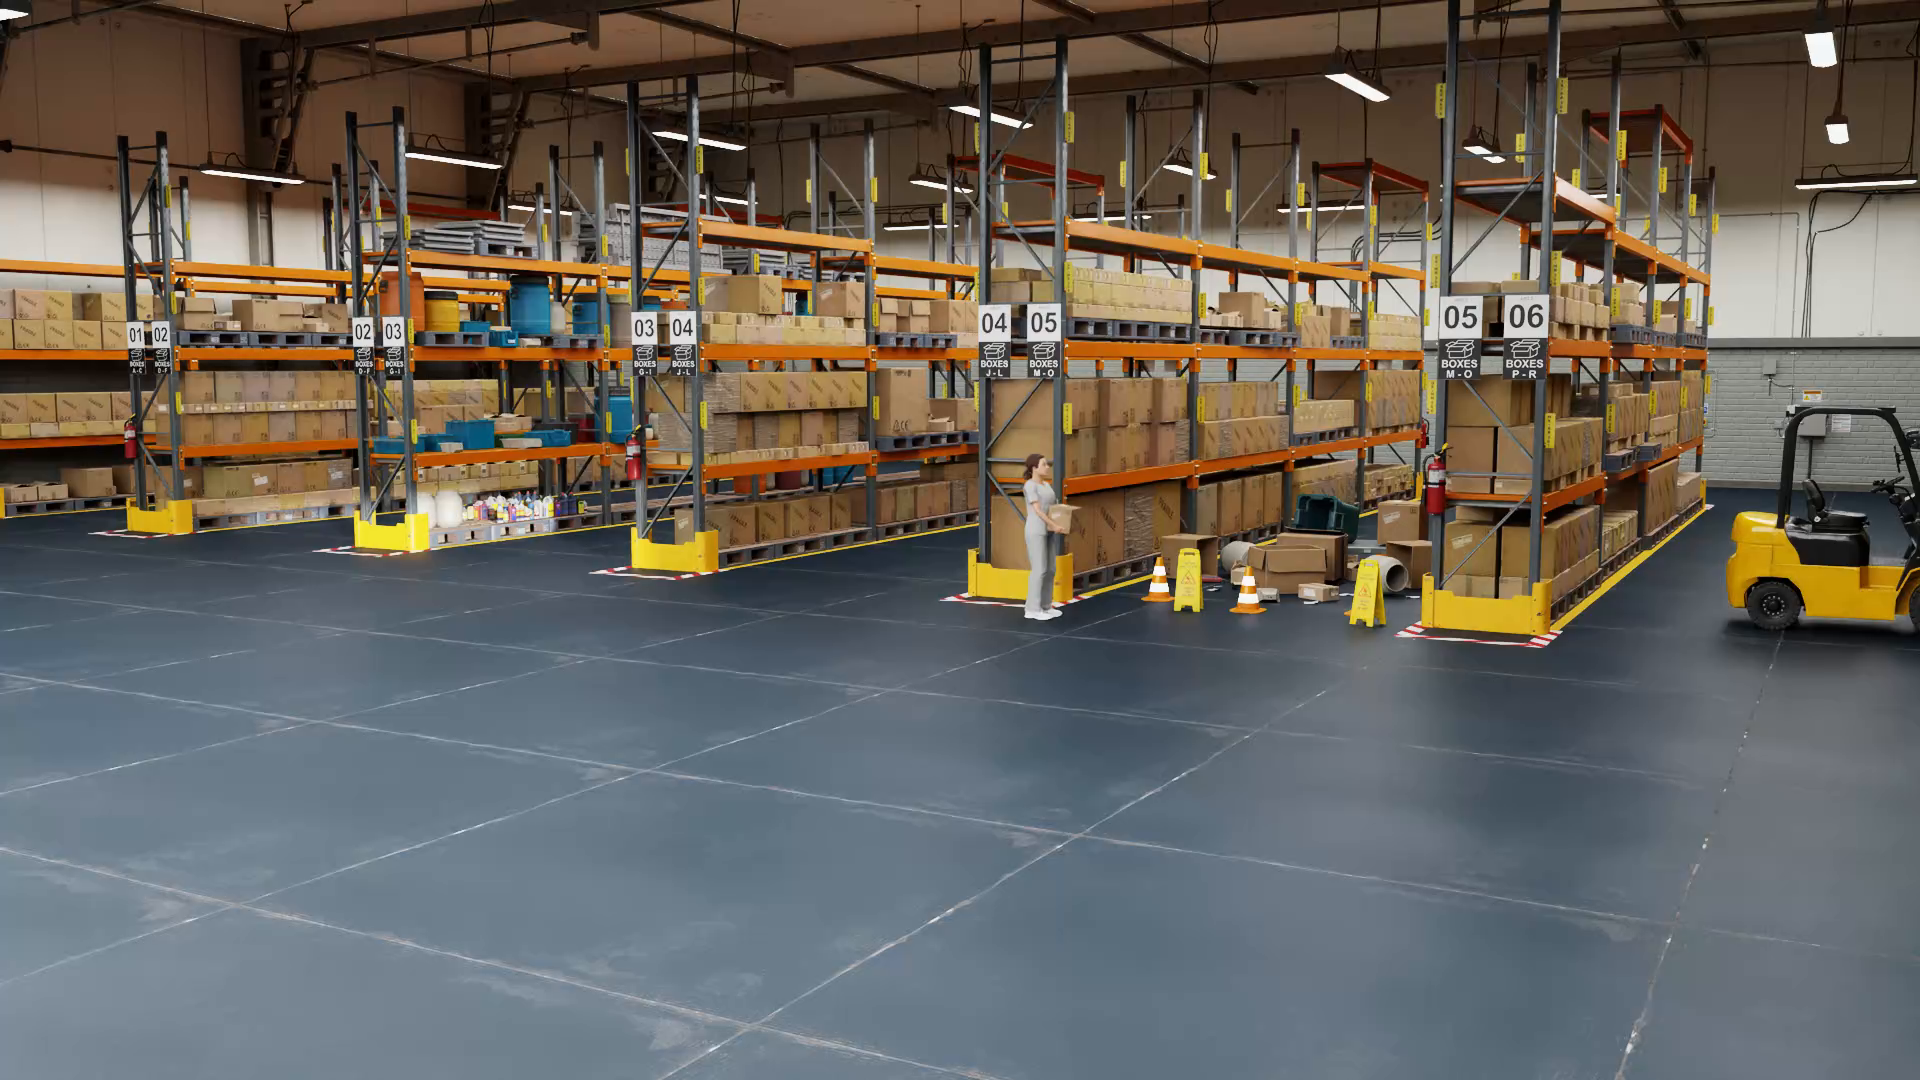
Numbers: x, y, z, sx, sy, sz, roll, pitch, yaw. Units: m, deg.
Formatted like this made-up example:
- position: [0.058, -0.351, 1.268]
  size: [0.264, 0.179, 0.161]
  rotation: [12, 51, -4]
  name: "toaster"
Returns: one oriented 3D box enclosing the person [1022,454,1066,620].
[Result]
- position: [0.874, -0.038, 16.756]
  size: [0.561, 1.662, 0.436]
  rotation: [3, 7, 30]
  name: "person"
